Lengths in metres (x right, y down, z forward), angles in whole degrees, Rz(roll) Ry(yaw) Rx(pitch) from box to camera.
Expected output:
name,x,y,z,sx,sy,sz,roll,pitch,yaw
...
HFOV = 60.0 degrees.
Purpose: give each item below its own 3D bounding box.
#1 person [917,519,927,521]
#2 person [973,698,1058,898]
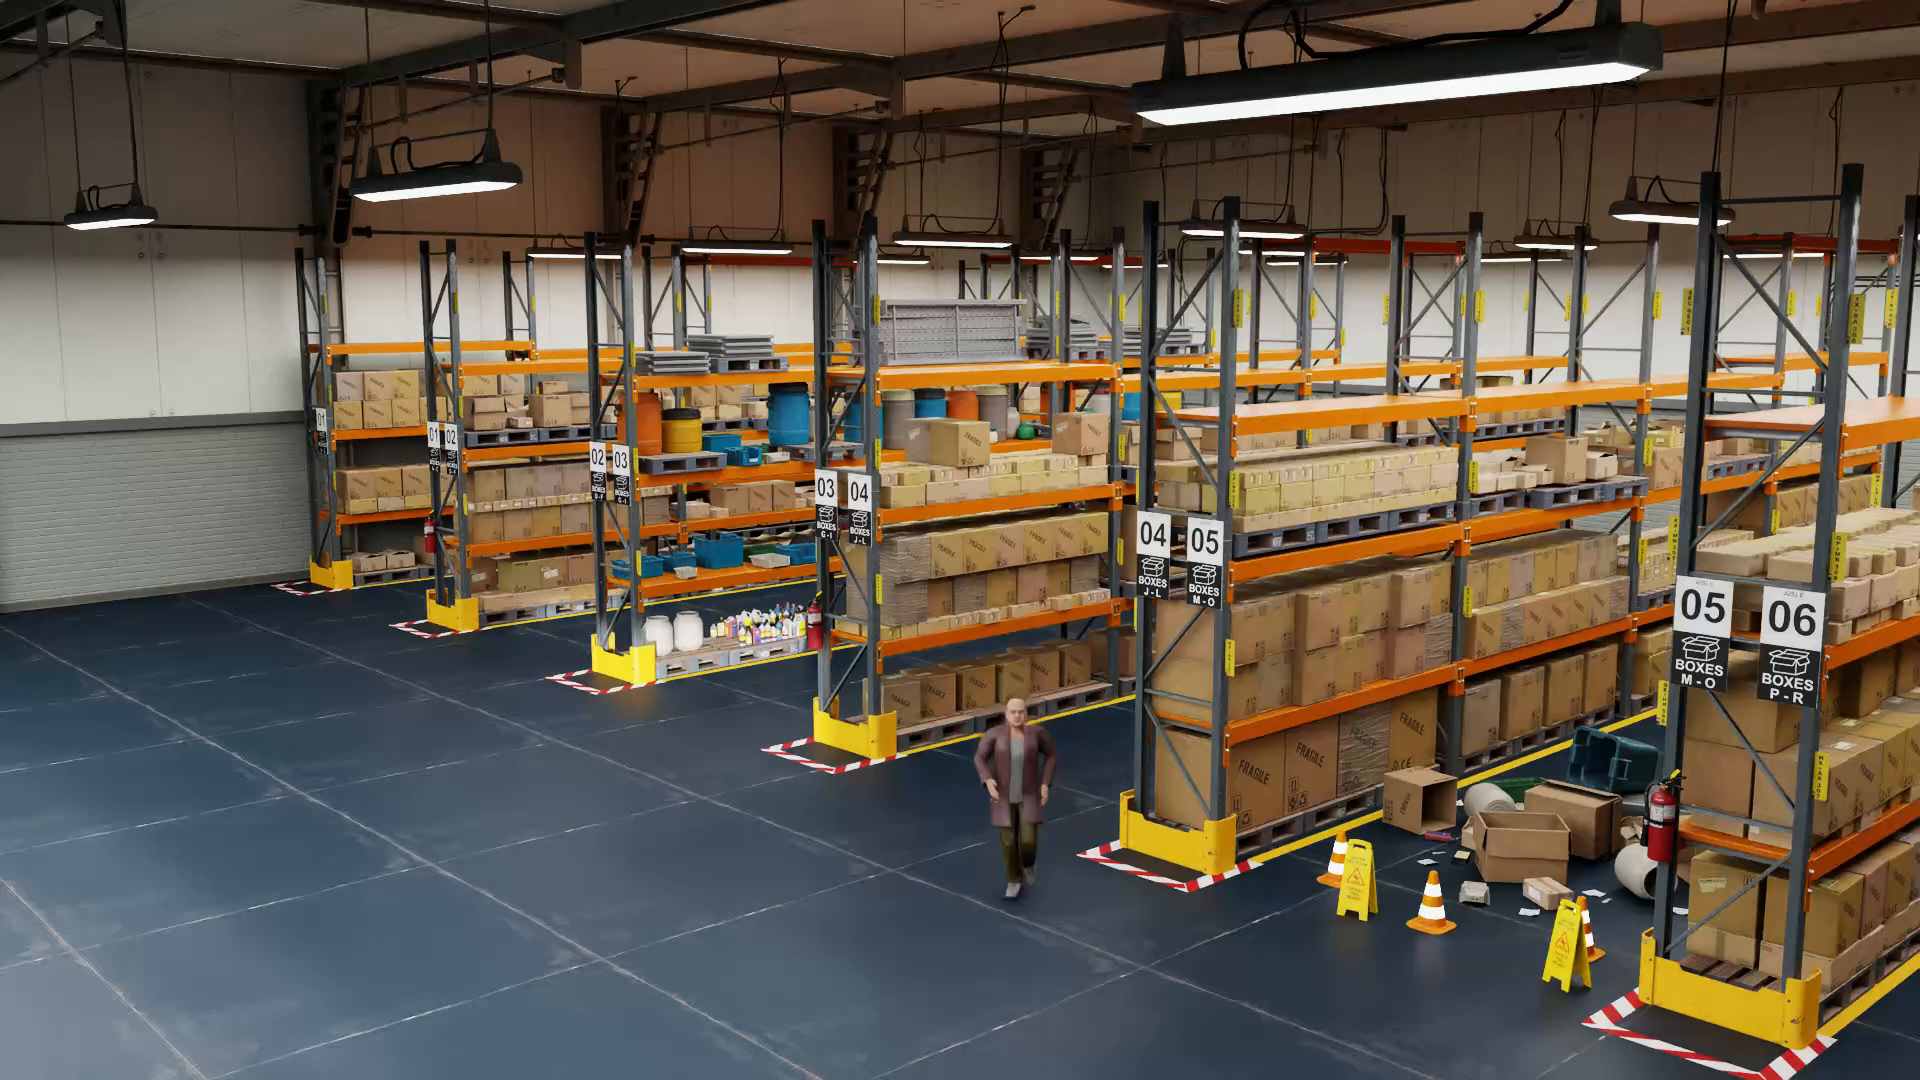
name,x,y,z,sx,sy,sz,roll,pitch,yaw
person,-0.589,-0.280,29.466,0.670,1.878,0.809,6,11,37
person,0.475,2.219,14.325,0.729,1.744,0.631,0,8,3
